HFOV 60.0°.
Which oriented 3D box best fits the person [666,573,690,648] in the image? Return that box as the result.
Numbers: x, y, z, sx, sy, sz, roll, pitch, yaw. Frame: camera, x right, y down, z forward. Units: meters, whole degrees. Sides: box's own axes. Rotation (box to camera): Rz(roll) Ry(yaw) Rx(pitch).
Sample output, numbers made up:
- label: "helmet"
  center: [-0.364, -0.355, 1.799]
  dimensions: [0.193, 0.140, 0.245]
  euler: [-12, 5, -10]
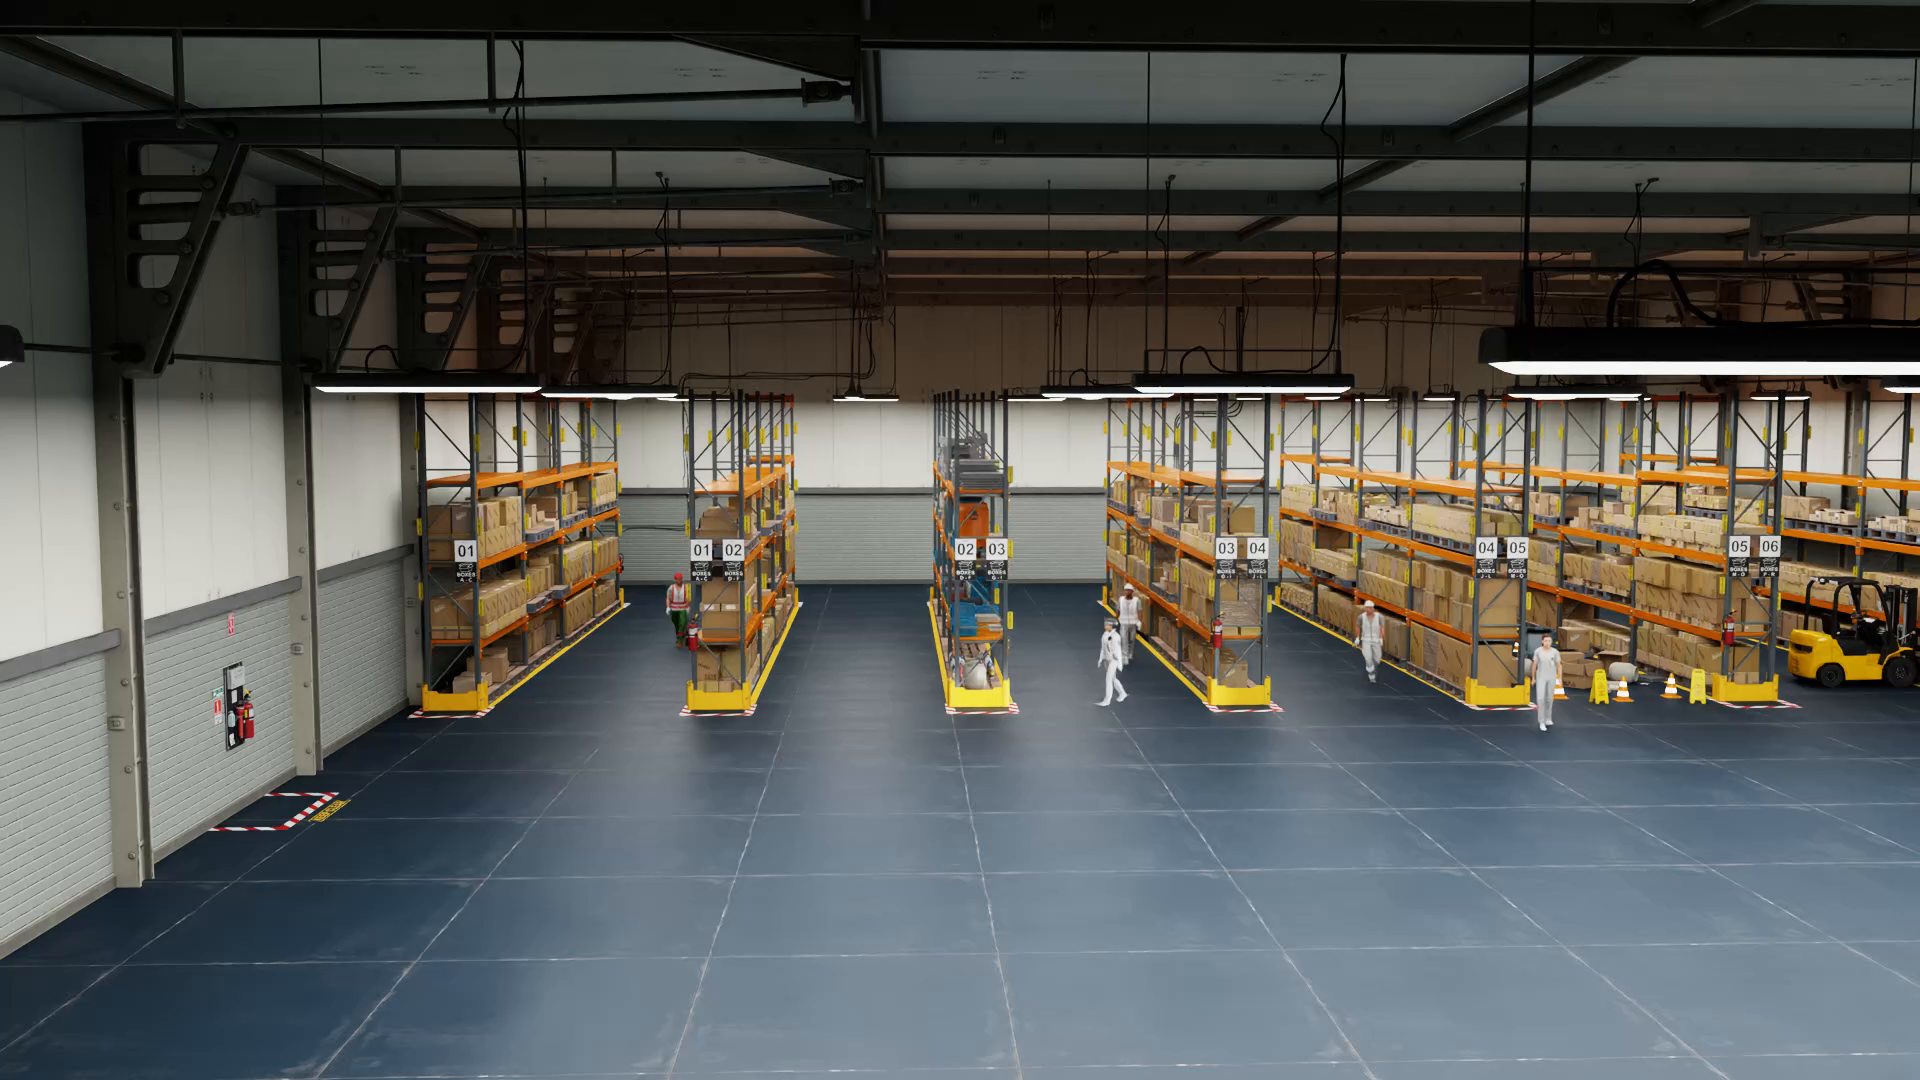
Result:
- label: "person"
  center: [-6.655, 1.641, 39.182]
  dimensions: [0.517, 1.726, 1.067]
  euler: [0, 5, 0]

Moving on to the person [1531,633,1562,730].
- label: "person"
  center: [10.406, 2.495, 29.486]
  dimensions: [0.501, 1.695, 0.619]
  euler: [1, 5, 13]

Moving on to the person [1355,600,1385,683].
- label: "person"
  center: [8.478, 2.074, 34.414]
  dimensions: [0.592, 1.698, 0.796]
  euler: [1, 5, 8]

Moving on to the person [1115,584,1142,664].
- label: "person"
  center: [3.731, 1.837, 36.707]
  dimensions: [0.595, 1.719, 1.039]
  euler: [0, 5, 0]

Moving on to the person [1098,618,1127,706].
- label: "person"
  center: [2.908, 2.299, 31.747]
  dimensions: [0.784, 1.653, 0.478]
  euler: [-2, 5, -26]
